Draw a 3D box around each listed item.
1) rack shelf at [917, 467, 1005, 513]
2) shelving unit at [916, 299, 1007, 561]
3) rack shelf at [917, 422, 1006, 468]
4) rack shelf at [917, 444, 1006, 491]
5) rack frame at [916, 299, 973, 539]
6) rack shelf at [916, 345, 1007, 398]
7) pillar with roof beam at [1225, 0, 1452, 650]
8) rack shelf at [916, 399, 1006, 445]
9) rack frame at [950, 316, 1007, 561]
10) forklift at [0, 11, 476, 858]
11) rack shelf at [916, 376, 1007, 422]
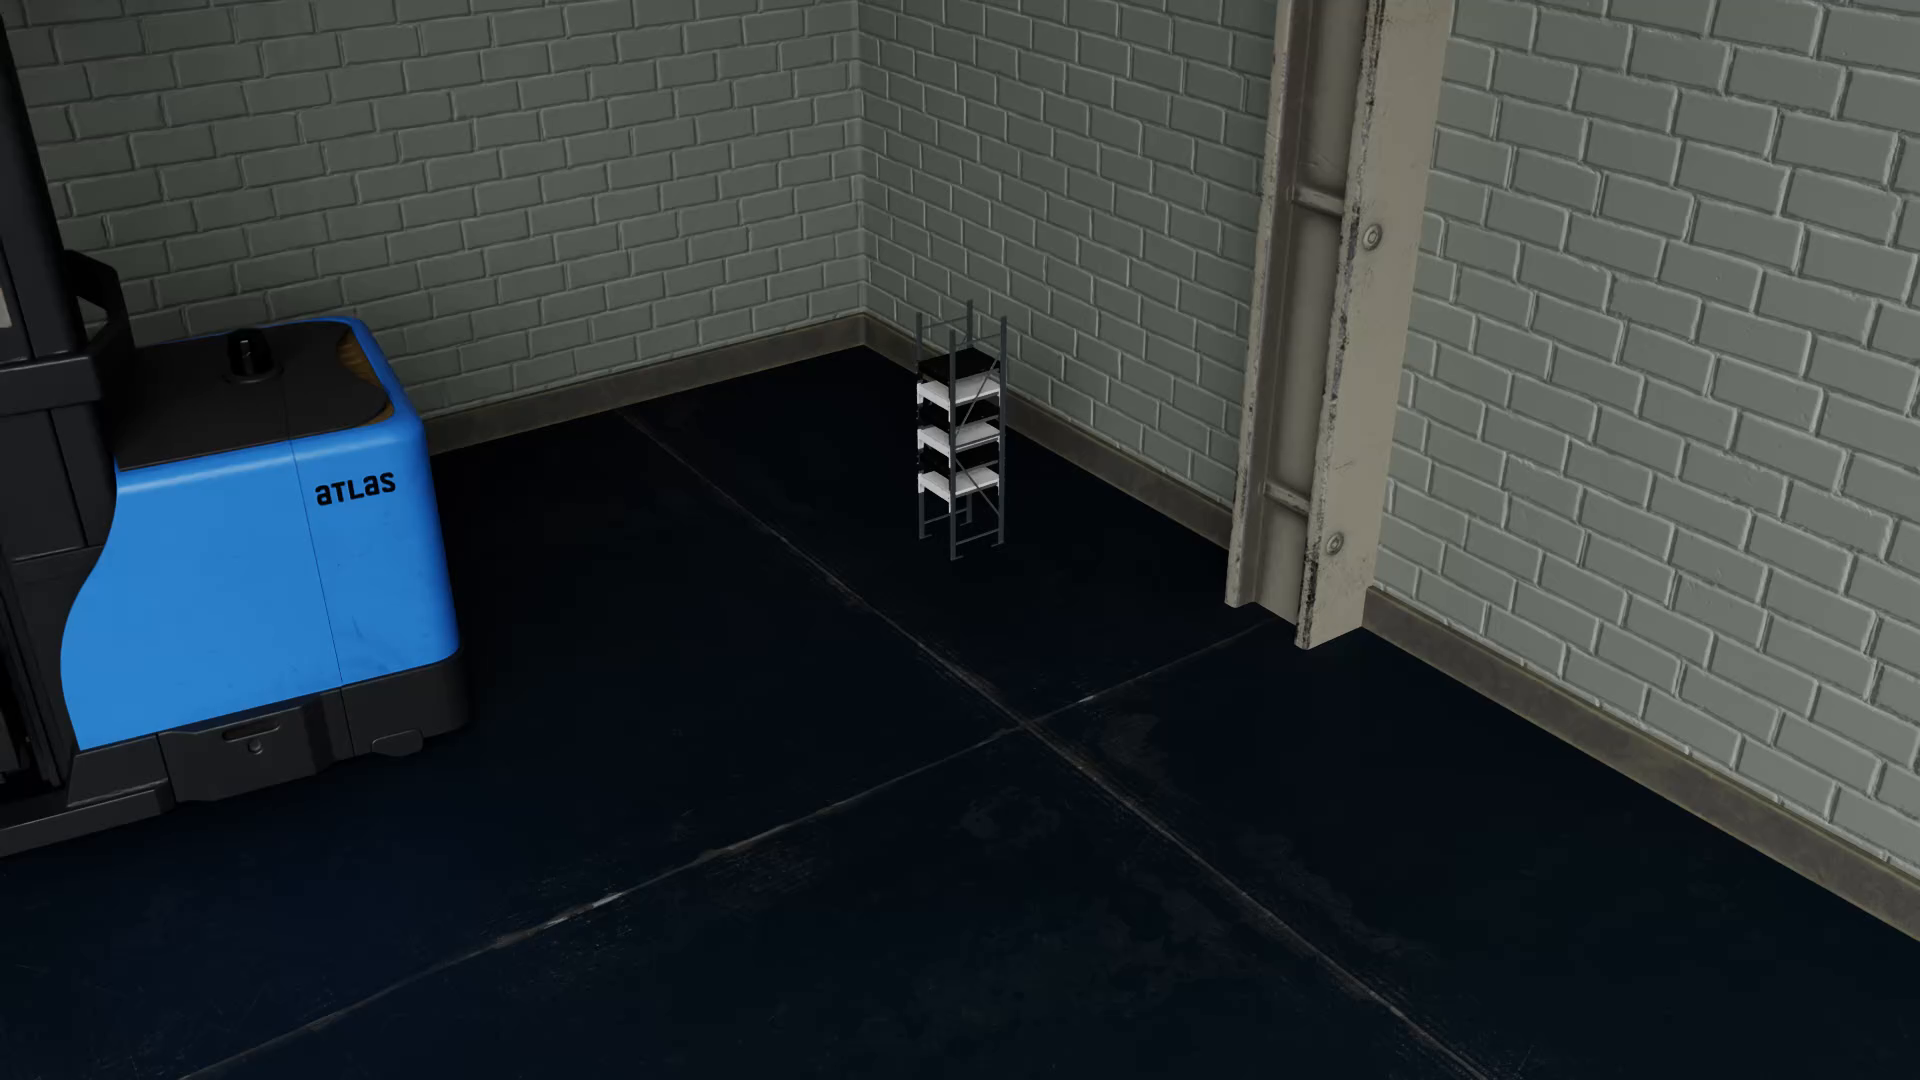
[{"bbox_3d":[0.005,-0.205,6.131,0.258,0.077,0.200,-19,34,-31],"label":"rack shelf"},{"bbox_3d":[0.005,-0.392,6.029,0.258,0.900,0.210,-19,34,-31],"label":"shelving unit"},{"bbox_3d":[0.005,-0.363,6.045,0.258,0.077,0.200,-19,34,-31],"label":"rack shelf"},{"bbox_3d":[0.005,-0.284,6.088,0.258,0.077,0.200,-19,34,-31],"label":"rack shelf"},{"bbox_3d":[-0.054,-0.432,6.102,0.240,0.900,0.006,-19,34,-31],"label":"rack frame"},{"bbox_3d":[0.005,-0.600,5.916,0.258,0.077,0.200,-19,34,-31],"label":"rack shelf"},{"bbox_3d":[-2.340,-2.512,1.447,9.100,9.000,0.400,-19,34,-31],"label":"pillar with roof beam"},{"bbox_3d":[0.005,-0.442,6.002,0.258,0.077,0.200,-19,34,-31],"label":"rack shelf"},{"bbox_3d":[0.064,-0.353,5.957,0.240,0.900,0.006,-19,34,-31],"label":"rack frame"},{"bbox_3d":[-3.039,-0.554,4.200,3.031,2.935,1.130,-14,31,-24],"label":"forklift"},{"bbox_3d":[0.005,-0.521,5.959,0.258,0.077,0.200,-19,34,-31],"label":"rack shelf"}]
